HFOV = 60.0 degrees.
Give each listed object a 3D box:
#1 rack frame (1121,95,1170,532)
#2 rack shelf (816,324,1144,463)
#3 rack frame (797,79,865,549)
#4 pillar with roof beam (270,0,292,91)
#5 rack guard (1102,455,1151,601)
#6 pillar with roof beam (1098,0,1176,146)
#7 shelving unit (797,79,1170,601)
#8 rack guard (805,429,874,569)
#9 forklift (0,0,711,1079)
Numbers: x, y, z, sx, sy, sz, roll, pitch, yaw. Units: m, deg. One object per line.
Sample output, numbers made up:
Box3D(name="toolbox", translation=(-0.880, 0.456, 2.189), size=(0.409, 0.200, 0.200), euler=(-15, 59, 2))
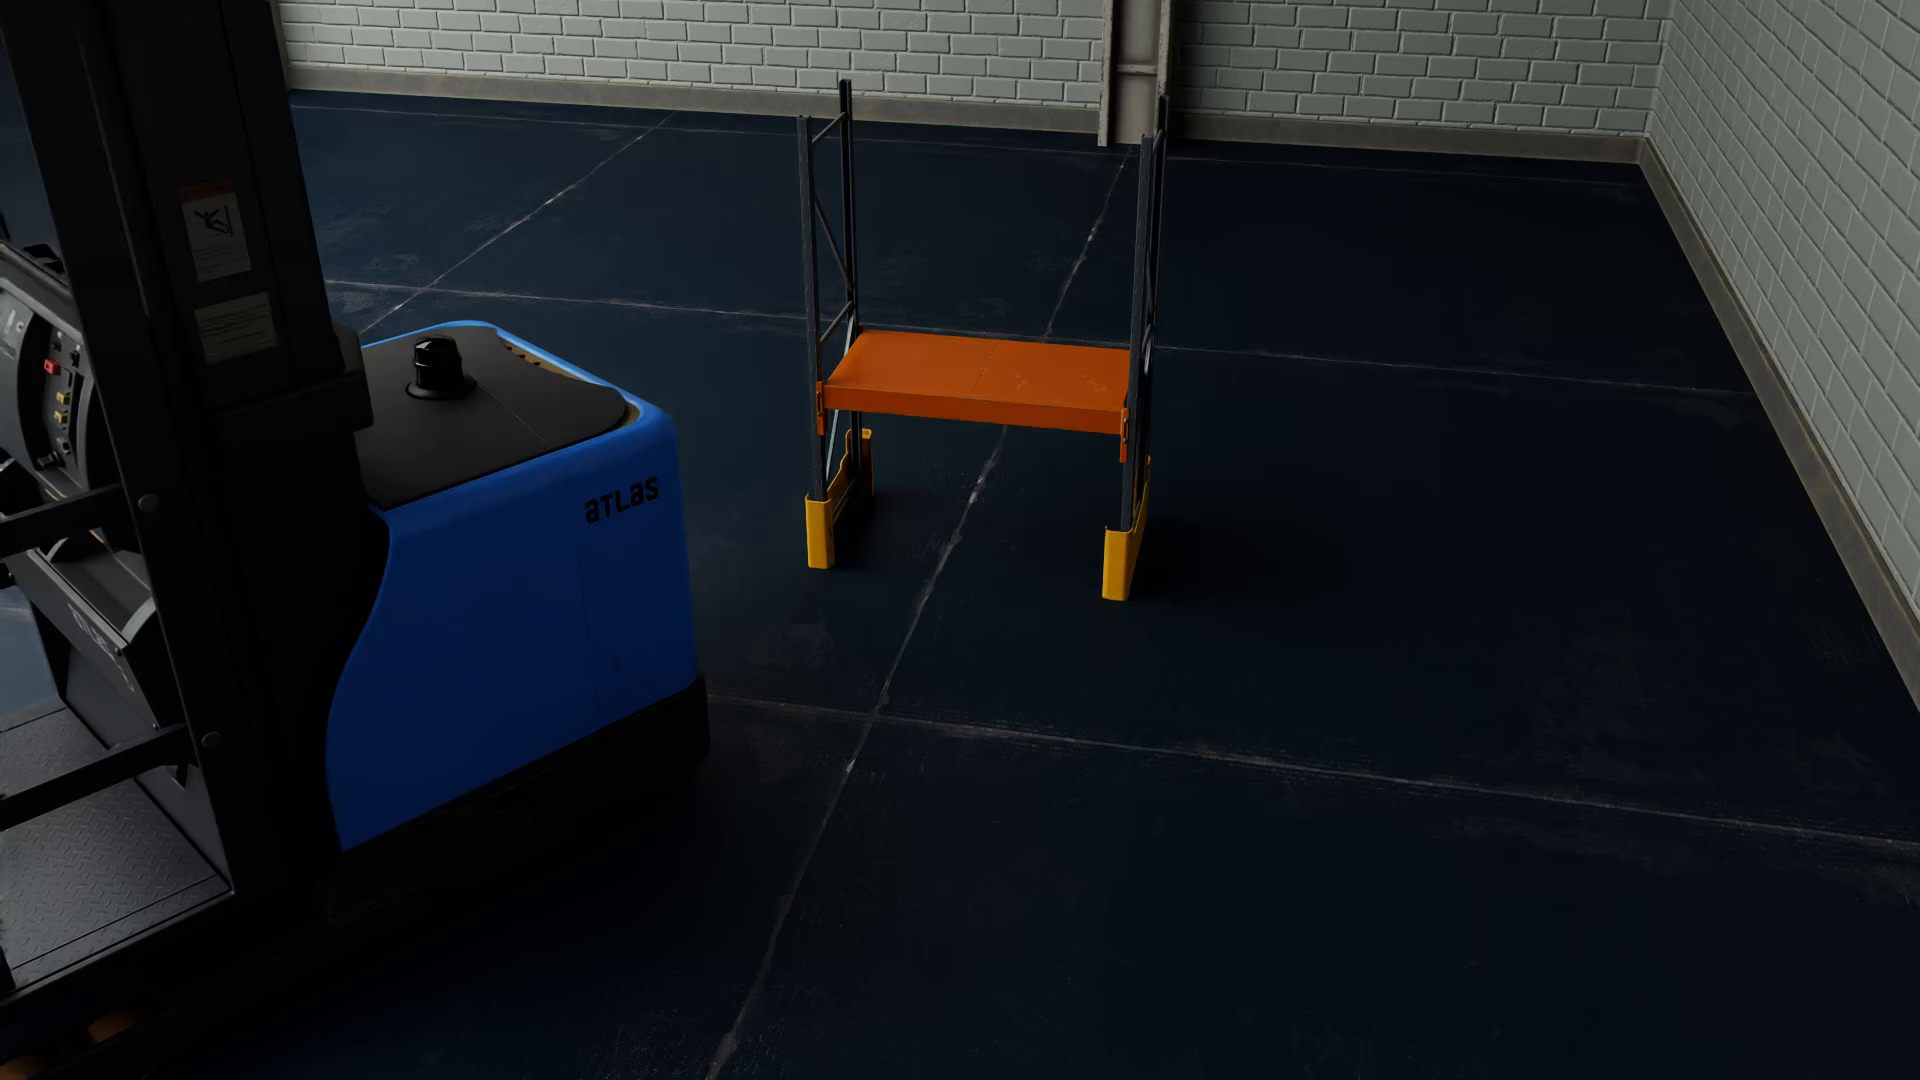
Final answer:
Box3D(name="rack frame", translation=(0.581, -0.598, 5.281), size=(0.032, 1.500, 0.500), euler=(6, 29, 11))
Box3D(name="rack shelf", translation=(0.083, -0.492, 5.461), size=(1.000, 0.185, 0.538), euler=(6, 29, 11))
Box3D(name="rack frame", translation=(-0.414, -0.700, 5.467), size=(0.032, 1.500, 0.500), euler=(6, 29, 11))
Box3D(name="pillar with roof beam", translation=(-5.700, -4.984, 5.483), size=(0.400, 9.000, 9.100), euler=(6, 29, 11))
Box3D(name="rack guard", translation=(0.562, -0.052, 5.585), size=(0.087, 0.250, 0.587), euler=(6, 29, 11))
Box3D(name="pillar with roof beam", translation=(0.168, -4.383, 4.384), size=(0.400, 9.000, 9.100), euler=(6, 29, 11))
Box3D(name="shelving unit", translation=(0.075, -0.650, 5.376), size=(1.083, 1.500, 0.587), euler=(6, 29, 11))
Box3D(name="rack guard", translation=(-0.412, -0.152, 5.767), size=(0.087, 0.250, 0.587), euler=(6, 29, 11))
Box3D(name="forklift", translation=(-2.090, -0.322, 3.286), size=(3.031, 2.935, 1.130), euler=(-25, 37, -38))
